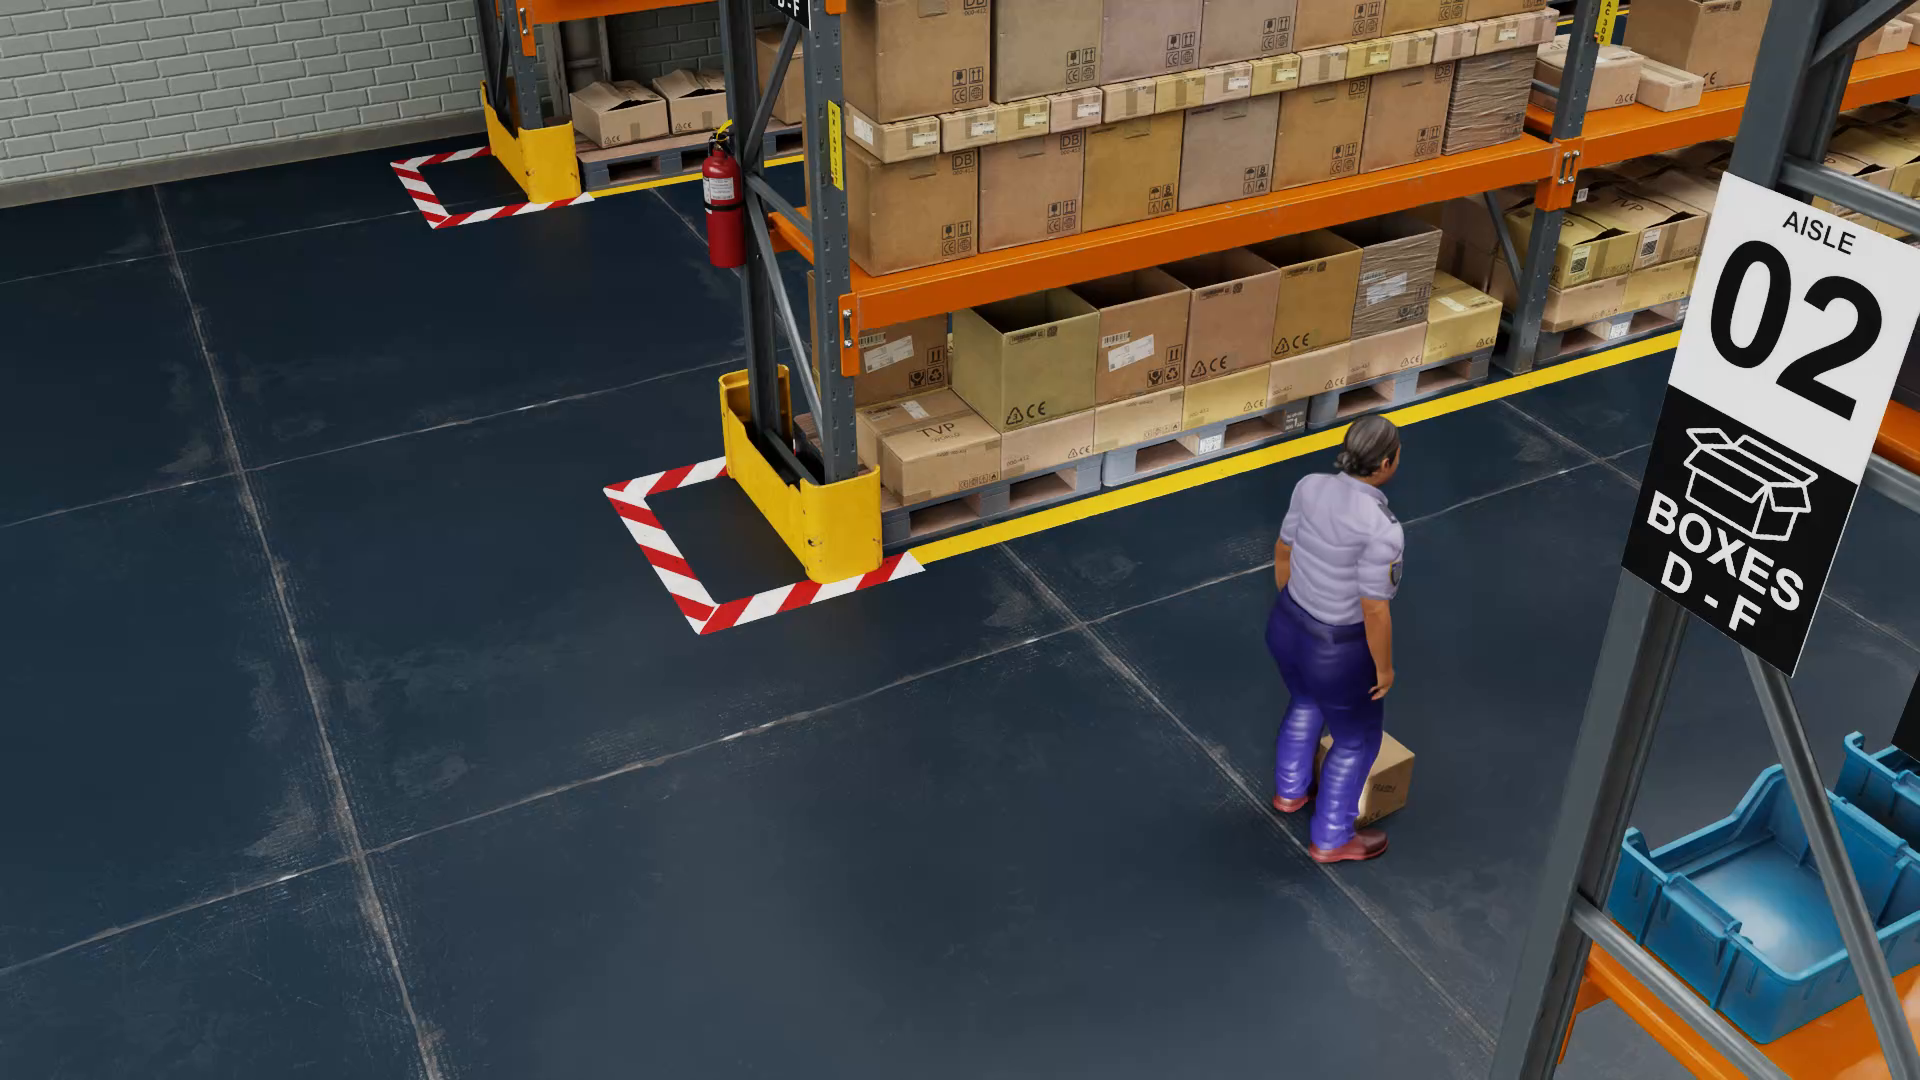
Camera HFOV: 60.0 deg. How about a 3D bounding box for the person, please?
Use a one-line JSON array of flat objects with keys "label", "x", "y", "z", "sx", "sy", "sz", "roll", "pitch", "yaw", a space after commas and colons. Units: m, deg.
[{"label": "person", "x": 1.290, "y": 0.332, "z": 5.641, "sx": 0.425, "sy": 1.650, "sz": 0.549, "roll": -18, "pitch": 37, "yaw": -25}]
